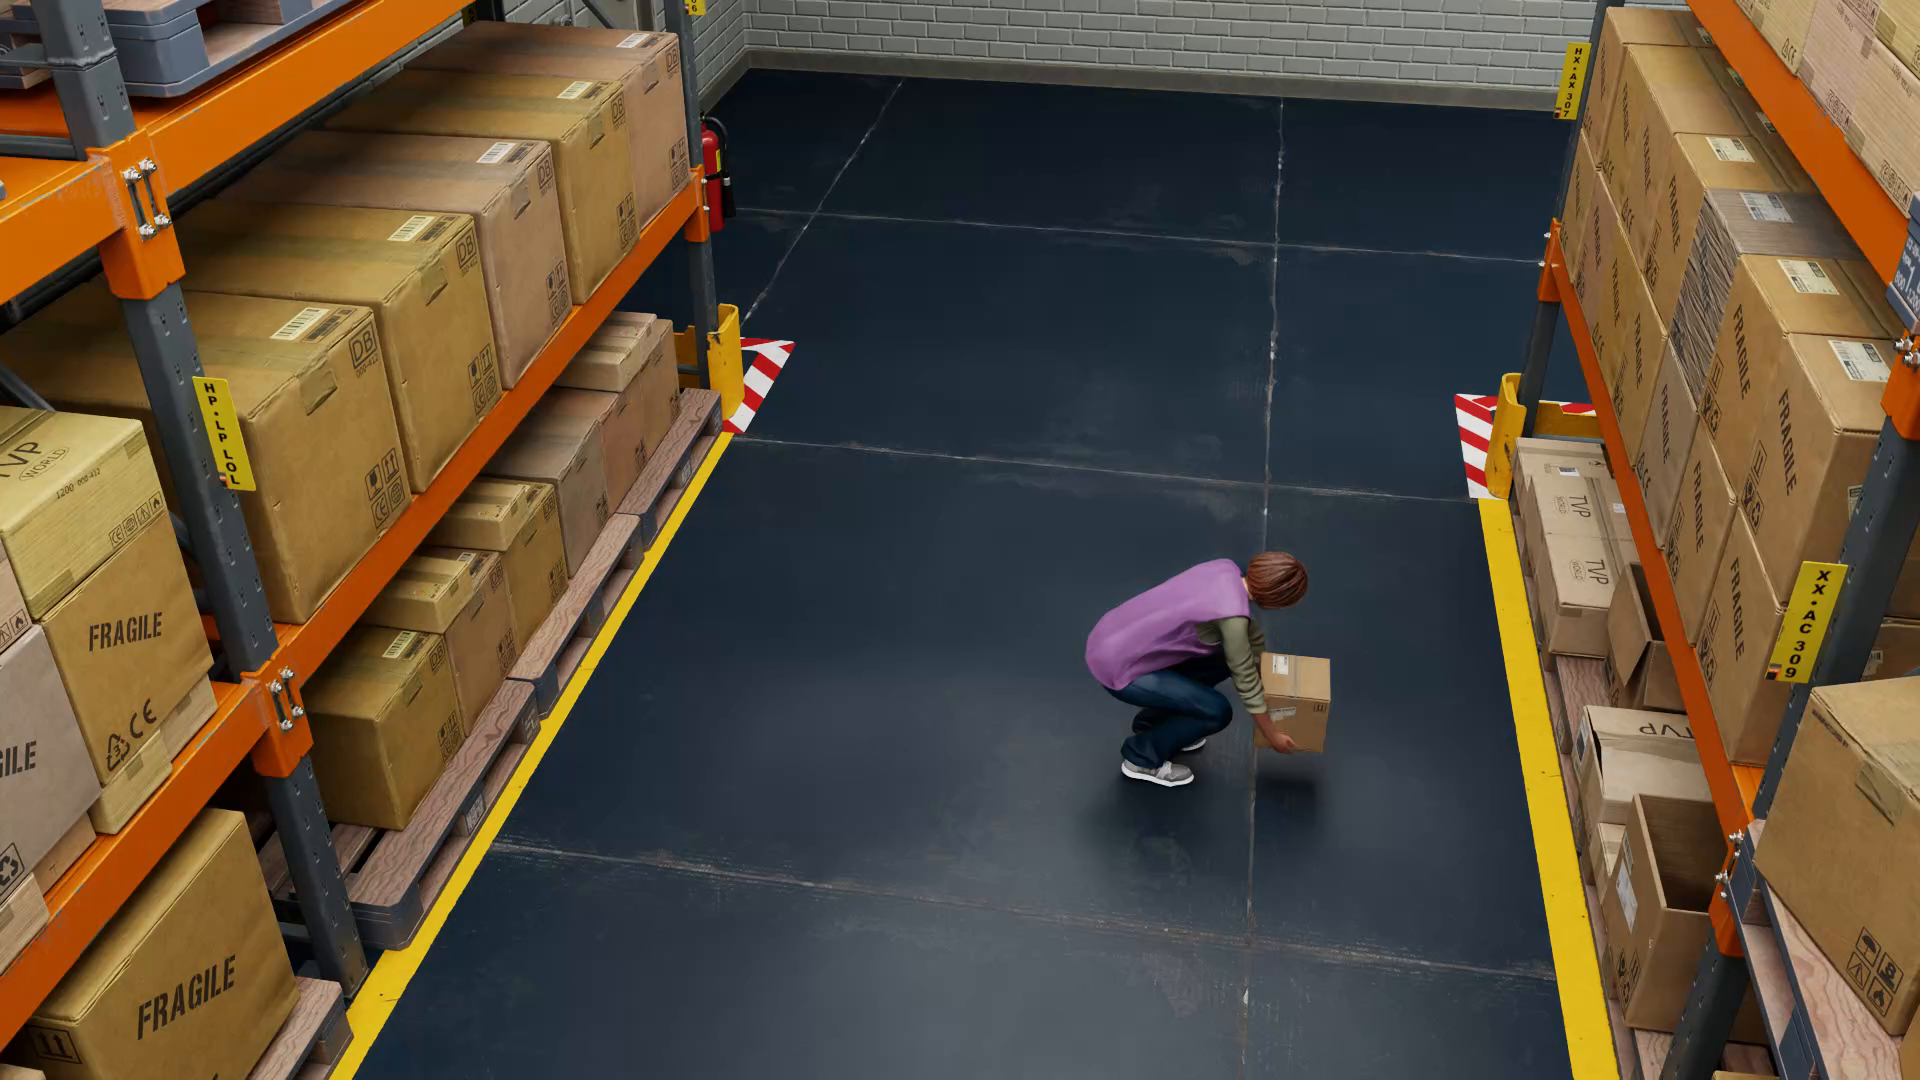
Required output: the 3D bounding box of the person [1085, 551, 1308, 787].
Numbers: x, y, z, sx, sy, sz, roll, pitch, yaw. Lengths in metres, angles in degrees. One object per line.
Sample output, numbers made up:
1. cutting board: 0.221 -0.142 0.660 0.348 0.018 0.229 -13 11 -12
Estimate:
1. person: 0.858 0.445 6.087 0.797 0.919 0.449 5 33 8
